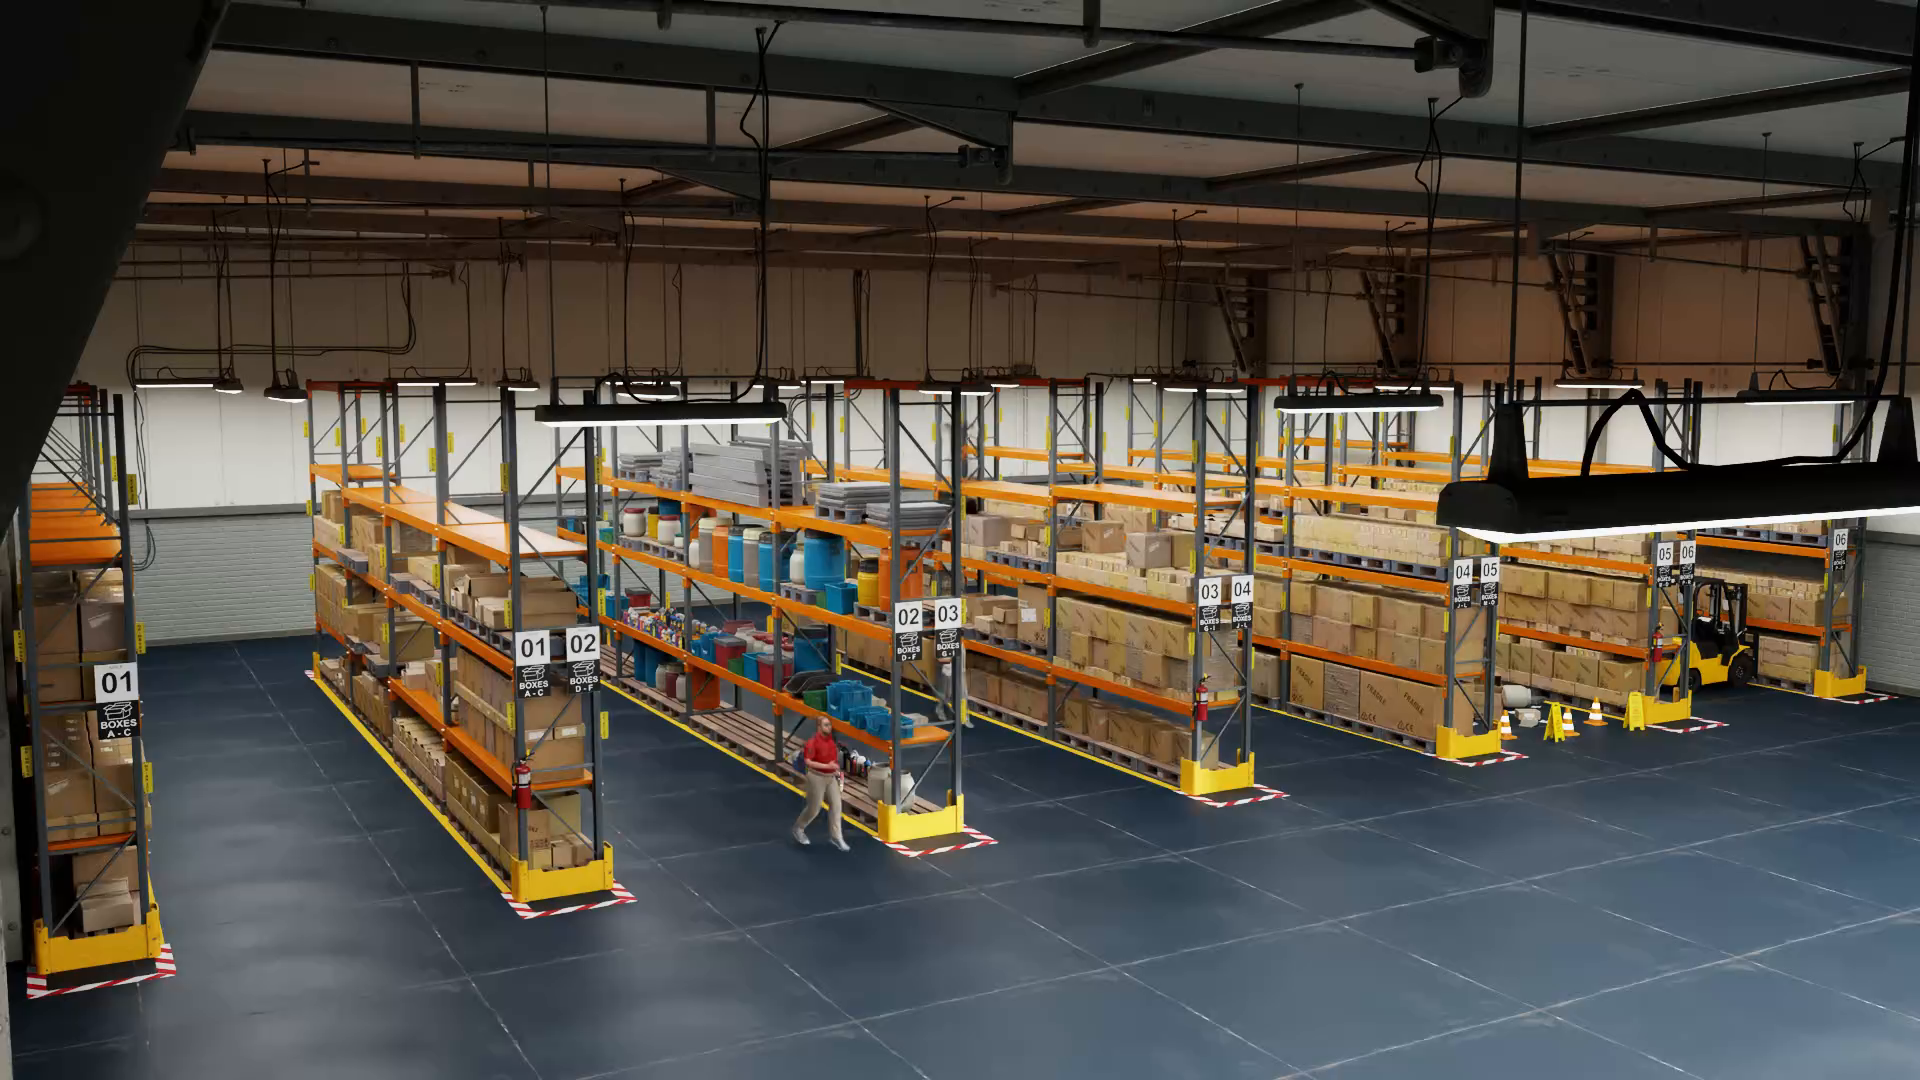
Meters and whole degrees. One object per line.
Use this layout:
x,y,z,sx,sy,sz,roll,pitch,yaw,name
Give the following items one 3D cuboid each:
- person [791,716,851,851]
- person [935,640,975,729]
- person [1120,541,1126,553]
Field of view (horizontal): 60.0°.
-1.824,3.173,21.730,0.836,1.788,0.683,4,7,34,person
-0.110,2.348,28.988,0.689,1.788,0.912,-5,8,-38,person
4.292,0.836,44.157,0.548,1.628,0.580,-4,7,-34,person
